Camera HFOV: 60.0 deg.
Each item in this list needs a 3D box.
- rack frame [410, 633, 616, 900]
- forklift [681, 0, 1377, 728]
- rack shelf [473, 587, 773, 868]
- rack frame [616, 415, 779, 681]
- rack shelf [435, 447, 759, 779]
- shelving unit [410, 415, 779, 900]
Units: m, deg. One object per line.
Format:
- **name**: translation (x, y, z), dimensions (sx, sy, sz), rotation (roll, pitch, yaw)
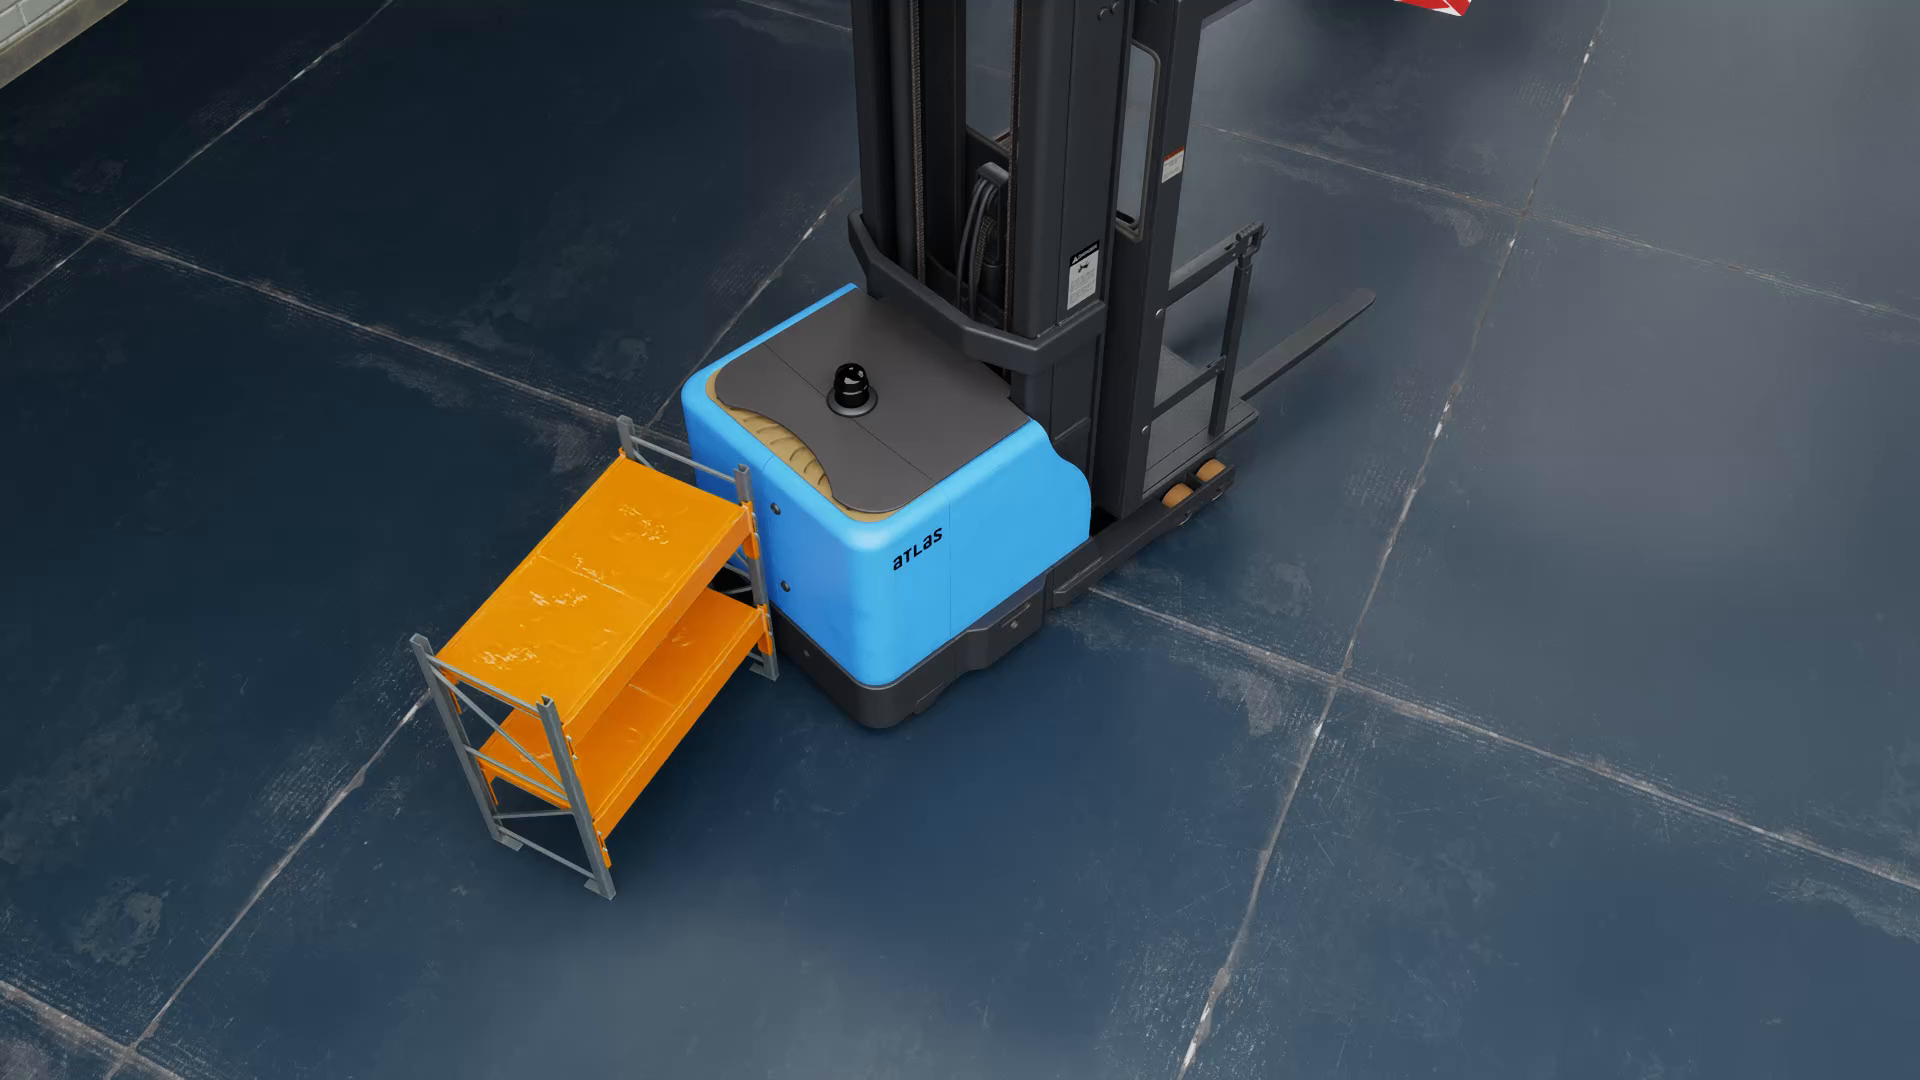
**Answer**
- **rack frame**: translation (-1.376, 0.736, 5.200), dimensions (0.500, 1.125, 0.032), rotation (22, 53, 18)
- **forklift**: translation (0.464, -1.275, 5.726), dimensions (3.031, 2.935, 1.130), rotation (-35, 58, -26)
- **rack shelf**: translation (-1.135, 0.554, 5.676), dimensions (0.538, 0.278, 1.000), rotation (22, 53, 18)
- **rack frame**: translation (-0.894, 0.055, 5.780), dimensions (0.500, 1.125, 0.032), rotation (22, 53, 18)
- **rack shelf**: translation (-1.135, 0.206, 5.267), dimensions (0.538, 0.278, 1.000), rotation (22, 53, 18)
- **shelving unit**: translation (-1.135, 0.396, 5.490), dimensions (0.538, 1.125, 1.048), rotation (22, 53, 18)
